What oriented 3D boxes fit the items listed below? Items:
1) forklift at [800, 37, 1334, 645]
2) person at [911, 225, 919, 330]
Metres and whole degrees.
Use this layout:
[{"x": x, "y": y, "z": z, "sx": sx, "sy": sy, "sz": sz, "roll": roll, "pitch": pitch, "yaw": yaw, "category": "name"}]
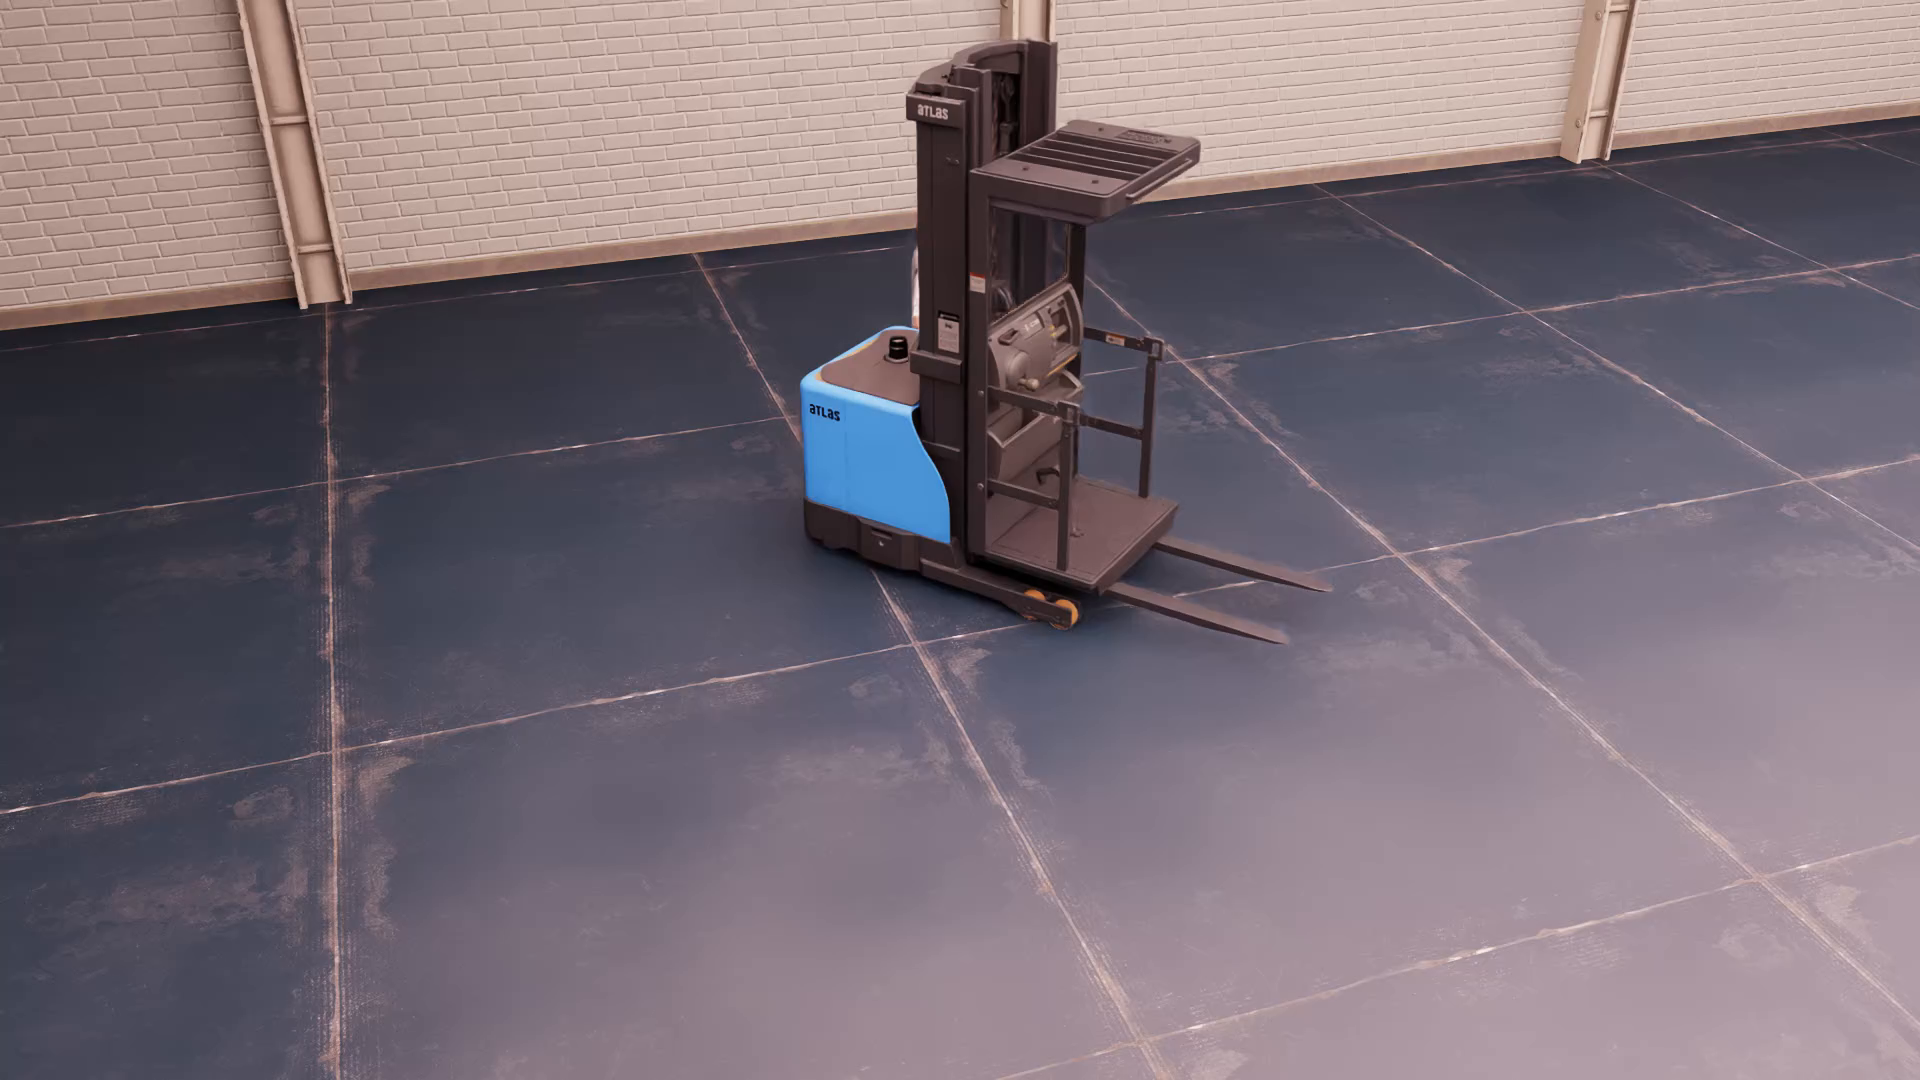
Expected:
[{"x": 0.593, "y": -1.077, "z": 8.958, "sx": 3.031, "sy": 2.935, "sz": 1.130, "roll": 17, "pitch": 34, "yaw": 27, "category": "forklift"}, {"x": -0.238, "y": -1.380, "z": 10.904, "sx": 0.475, "sy": 1.536, "sz": 0.741, "roll": 1, "pitch": 30, "yaw": 2, "category": "person"}]
